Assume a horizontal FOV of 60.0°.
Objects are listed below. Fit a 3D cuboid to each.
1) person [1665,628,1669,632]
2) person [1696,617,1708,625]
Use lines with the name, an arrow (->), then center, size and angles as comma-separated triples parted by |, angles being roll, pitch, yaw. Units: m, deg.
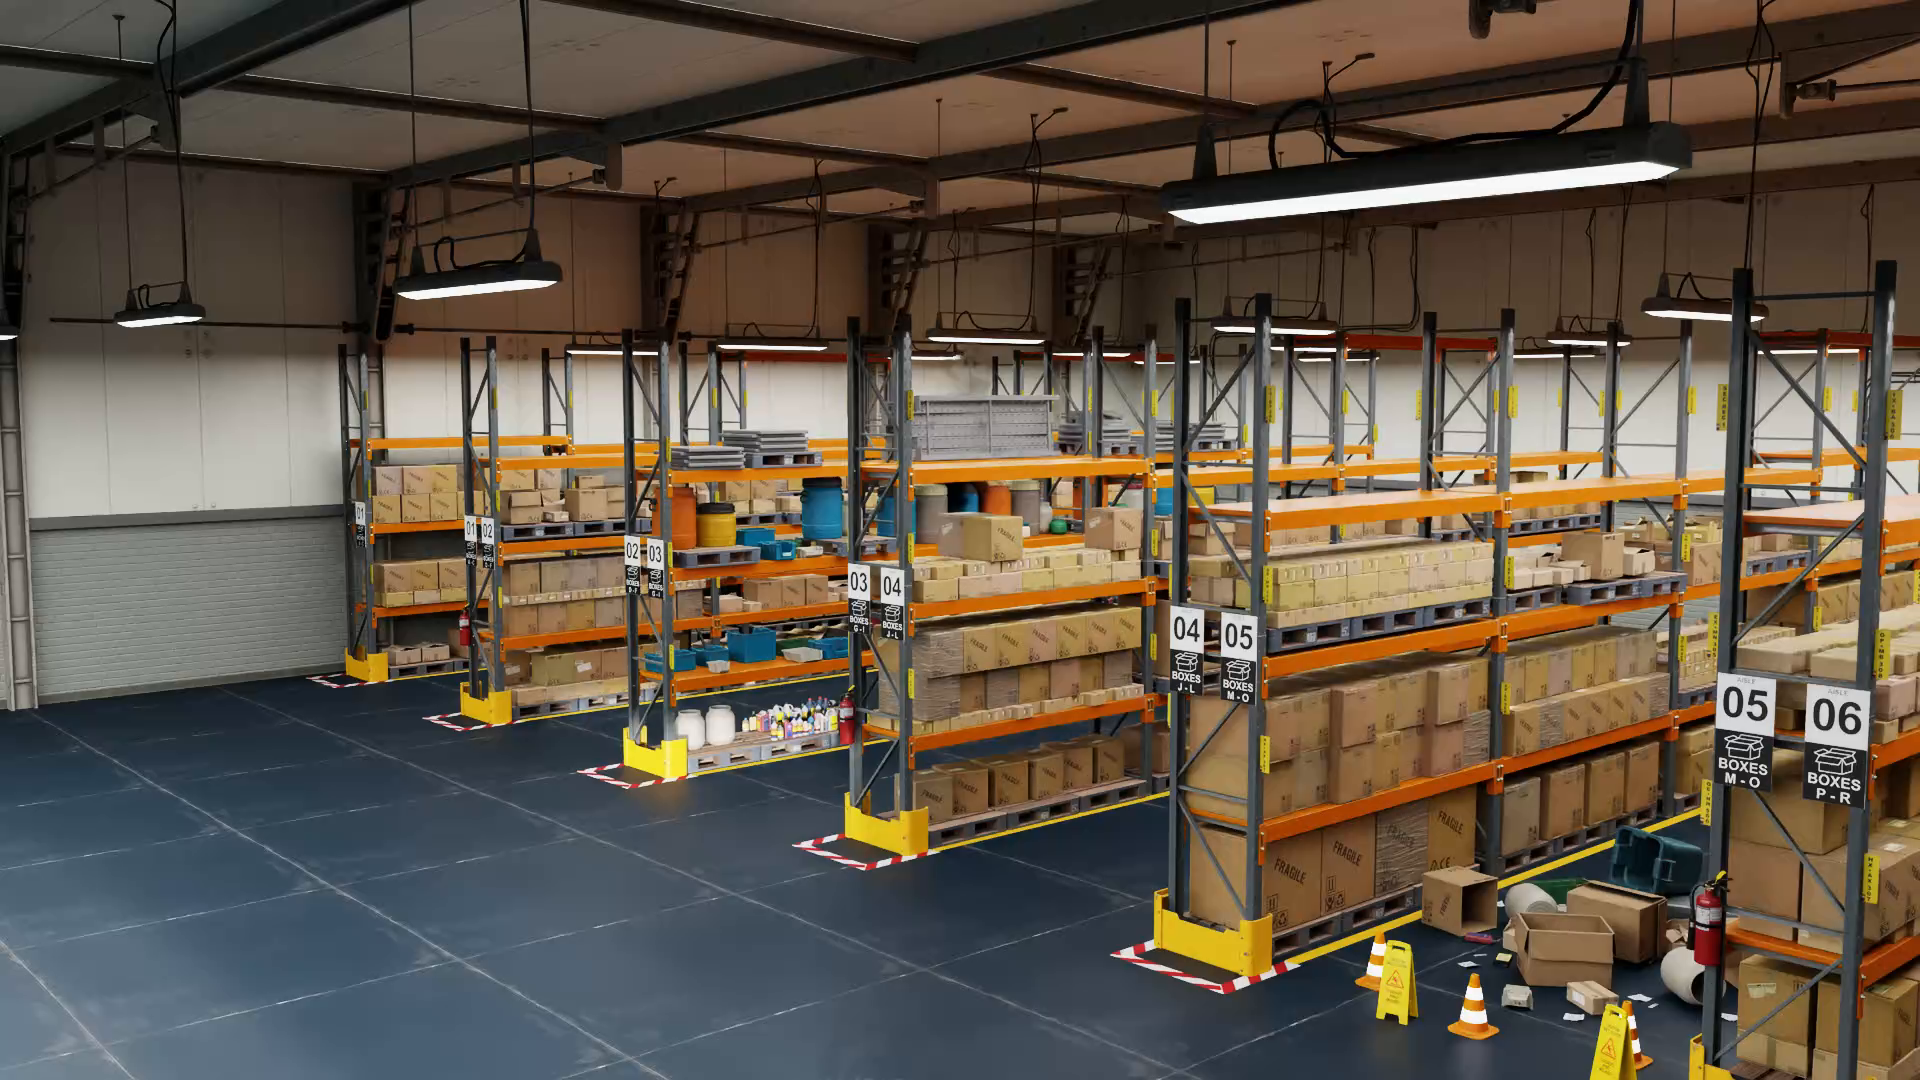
person -> 10.562, 2.126, 24.801 | 0.576, 1.638, 0.591 | -5, 7, -42
person -> 11.462, 2.035, 25.738 | 0.838, 1.697, 0.612 | -4, 6, -37
